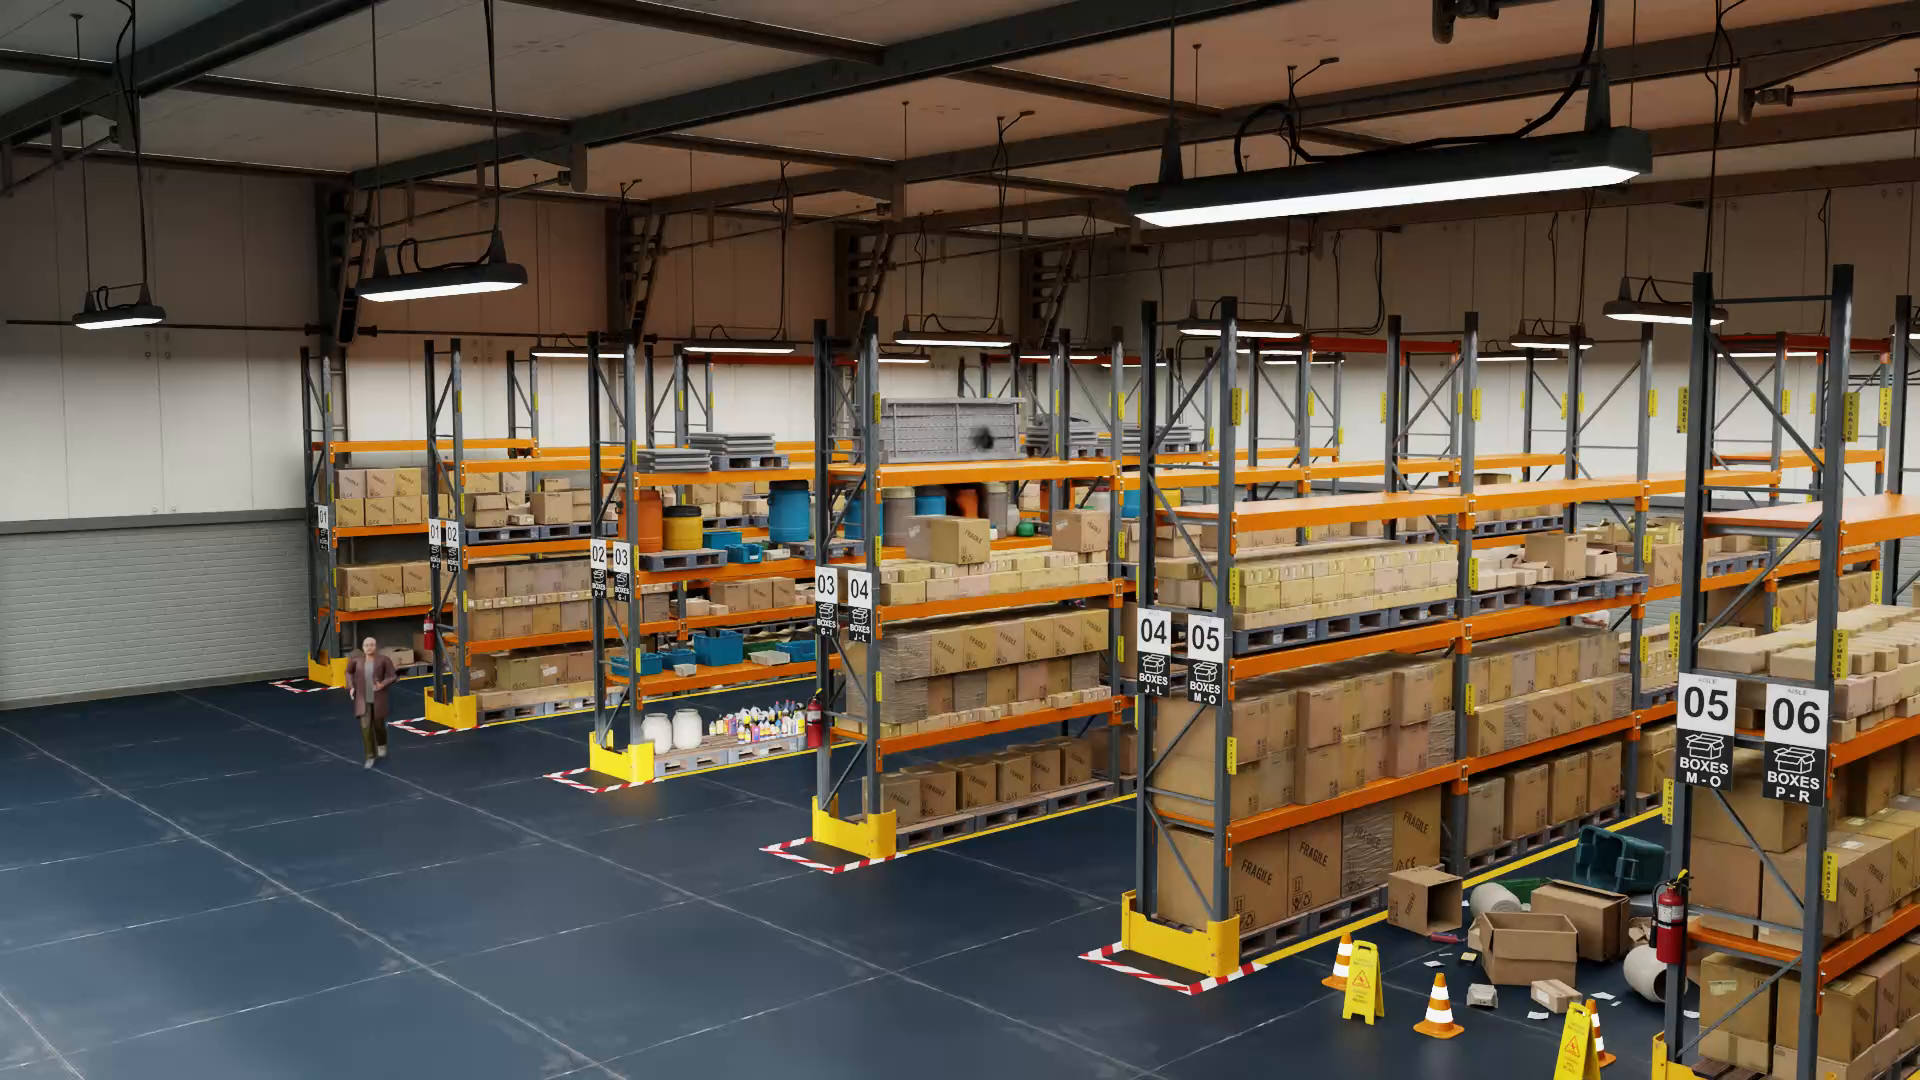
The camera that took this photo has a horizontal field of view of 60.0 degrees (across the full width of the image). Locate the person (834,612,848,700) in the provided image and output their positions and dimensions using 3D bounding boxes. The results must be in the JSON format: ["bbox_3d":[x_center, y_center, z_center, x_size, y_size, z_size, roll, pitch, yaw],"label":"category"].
[{"bbox_3d":[-1.972,1.851,28.199,0.585,1.695,0.715,5,7,42],"label":"person"}]

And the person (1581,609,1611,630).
[{"bbox_3d":[11.475,1.672,29.985,0.680,1.779,0.761,-2,5,-18],"label":"person"}]

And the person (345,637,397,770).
[{"bbox_3d":[-8.209,2.240,23.184,0.711,1.785,0.901,-1,5,-13],"label":"person"}]
